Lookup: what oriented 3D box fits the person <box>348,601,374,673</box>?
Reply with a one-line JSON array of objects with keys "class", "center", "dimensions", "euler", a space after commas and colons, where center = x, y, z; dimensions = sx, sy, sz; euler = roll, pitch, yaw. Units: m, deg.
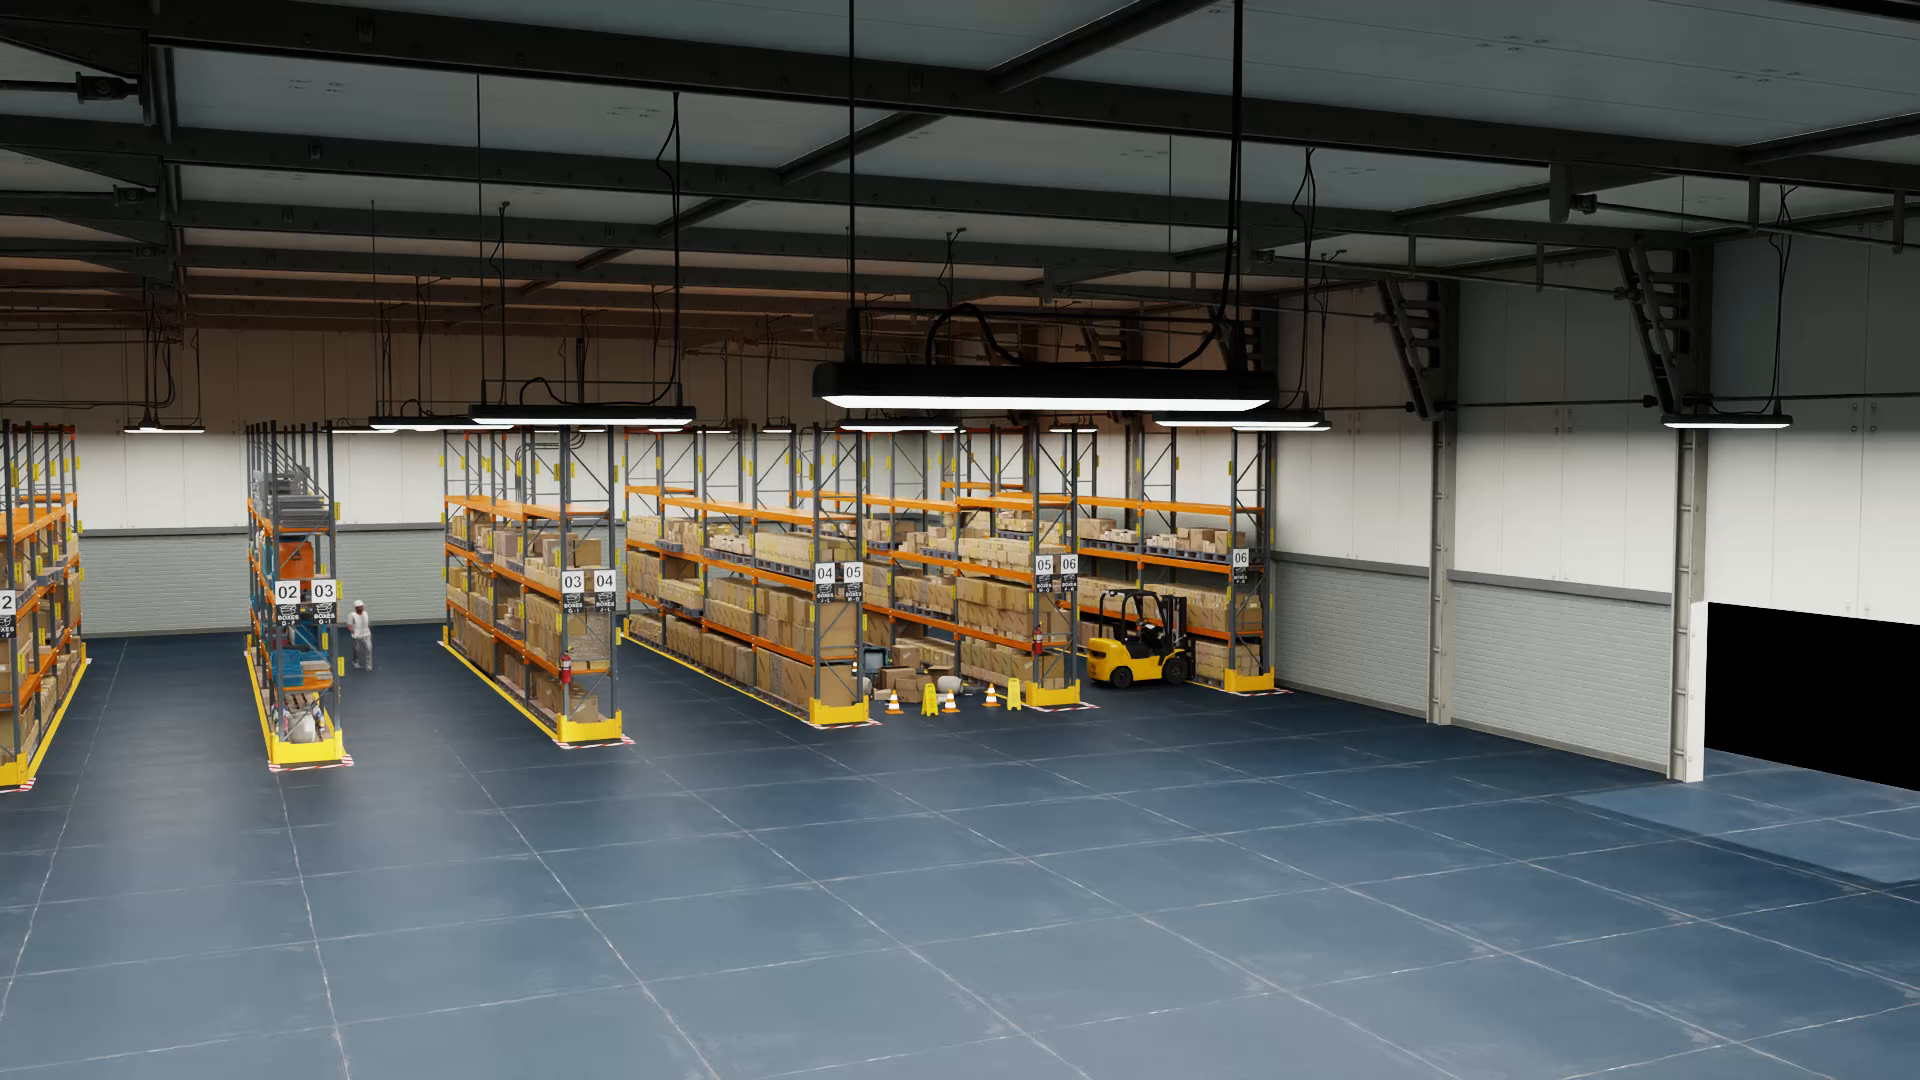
[{"class": "person", "center": [-14.562, 2.337, 40.368], "dimensions": [0.607, 1.752, 0.968], "euler": [-2, 4, -32]}]

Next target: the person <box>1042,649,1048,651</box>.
[{"class": "person", "center": [2.062, 2.372, 41.153], "dimensions": [0.412, 1.575, 0.483], "euler": [0, 4, 1]}]
